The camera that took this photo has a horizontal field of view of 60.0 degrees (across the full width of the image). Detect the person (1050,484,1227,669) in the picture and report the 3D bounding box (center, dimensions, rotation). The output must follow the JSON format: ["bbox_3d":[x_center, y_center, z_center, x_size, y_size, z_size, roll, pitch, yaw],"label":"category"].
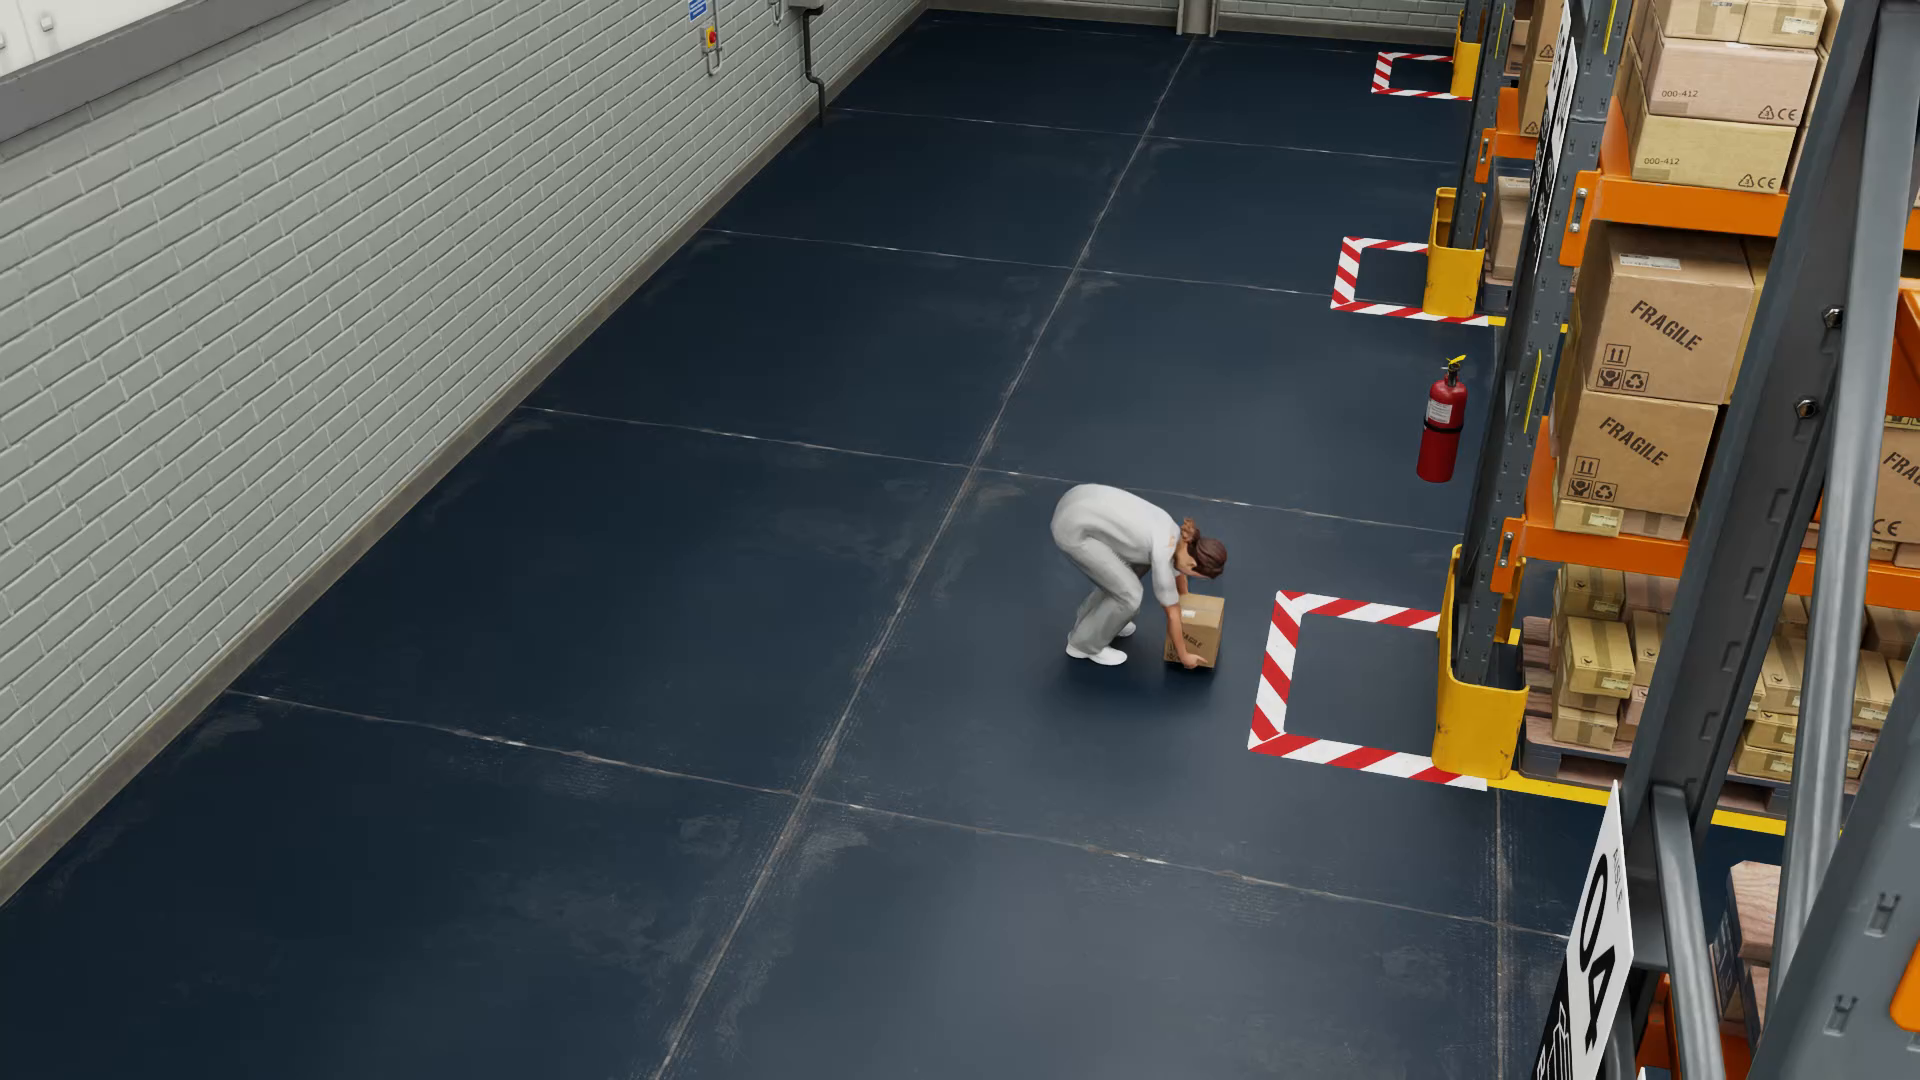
[{"bbox_3d":[0.863,0.171,8.110,0.849,0.893,0.471,7,34,10],"label":"person"}]
